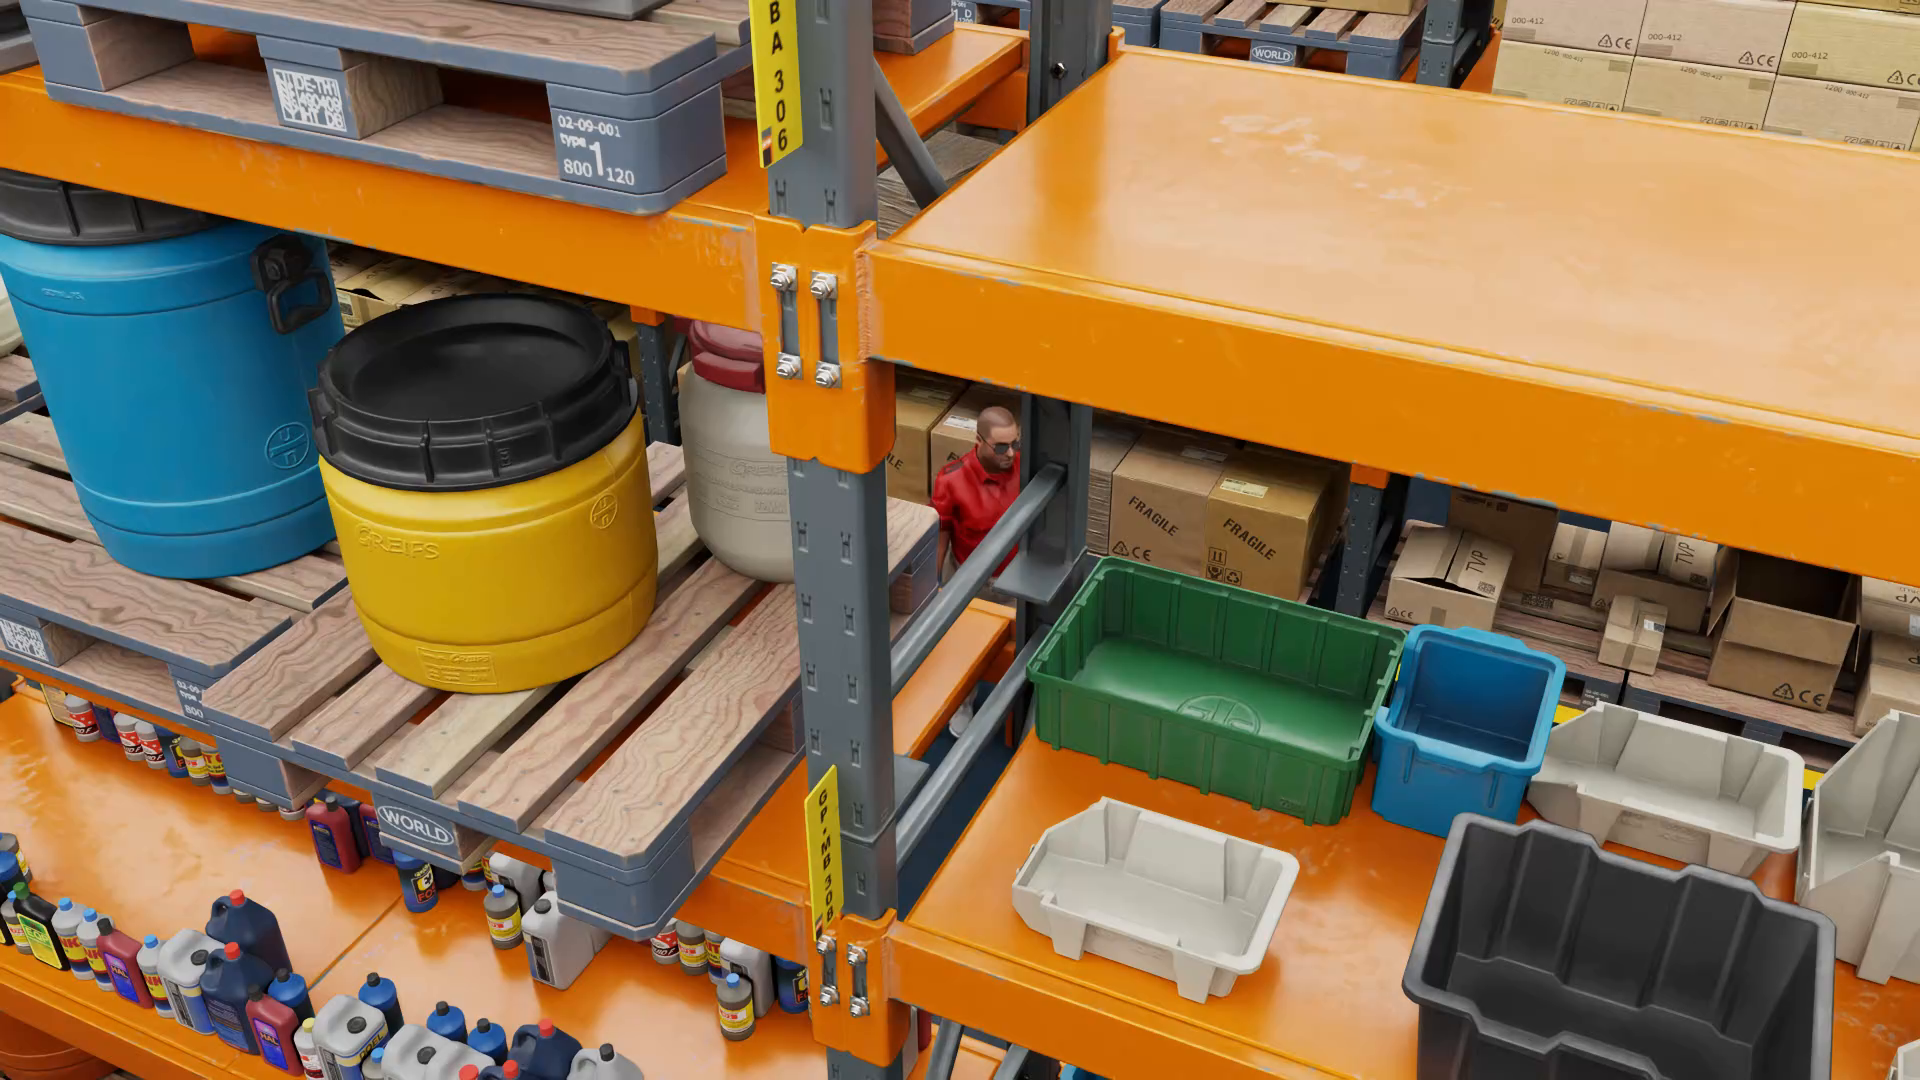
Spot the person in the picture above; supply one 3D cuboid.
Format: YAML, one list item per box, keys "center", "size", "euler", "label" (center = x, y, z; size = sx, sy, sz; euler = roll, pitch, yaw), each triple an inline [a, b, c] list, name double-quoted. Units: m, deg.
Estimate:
- center: [0.158, 0.239, 7.132]
  size: [0.584, 1.715, 0.780]
  euler: [-9, 35, -14]
  label: "person"
